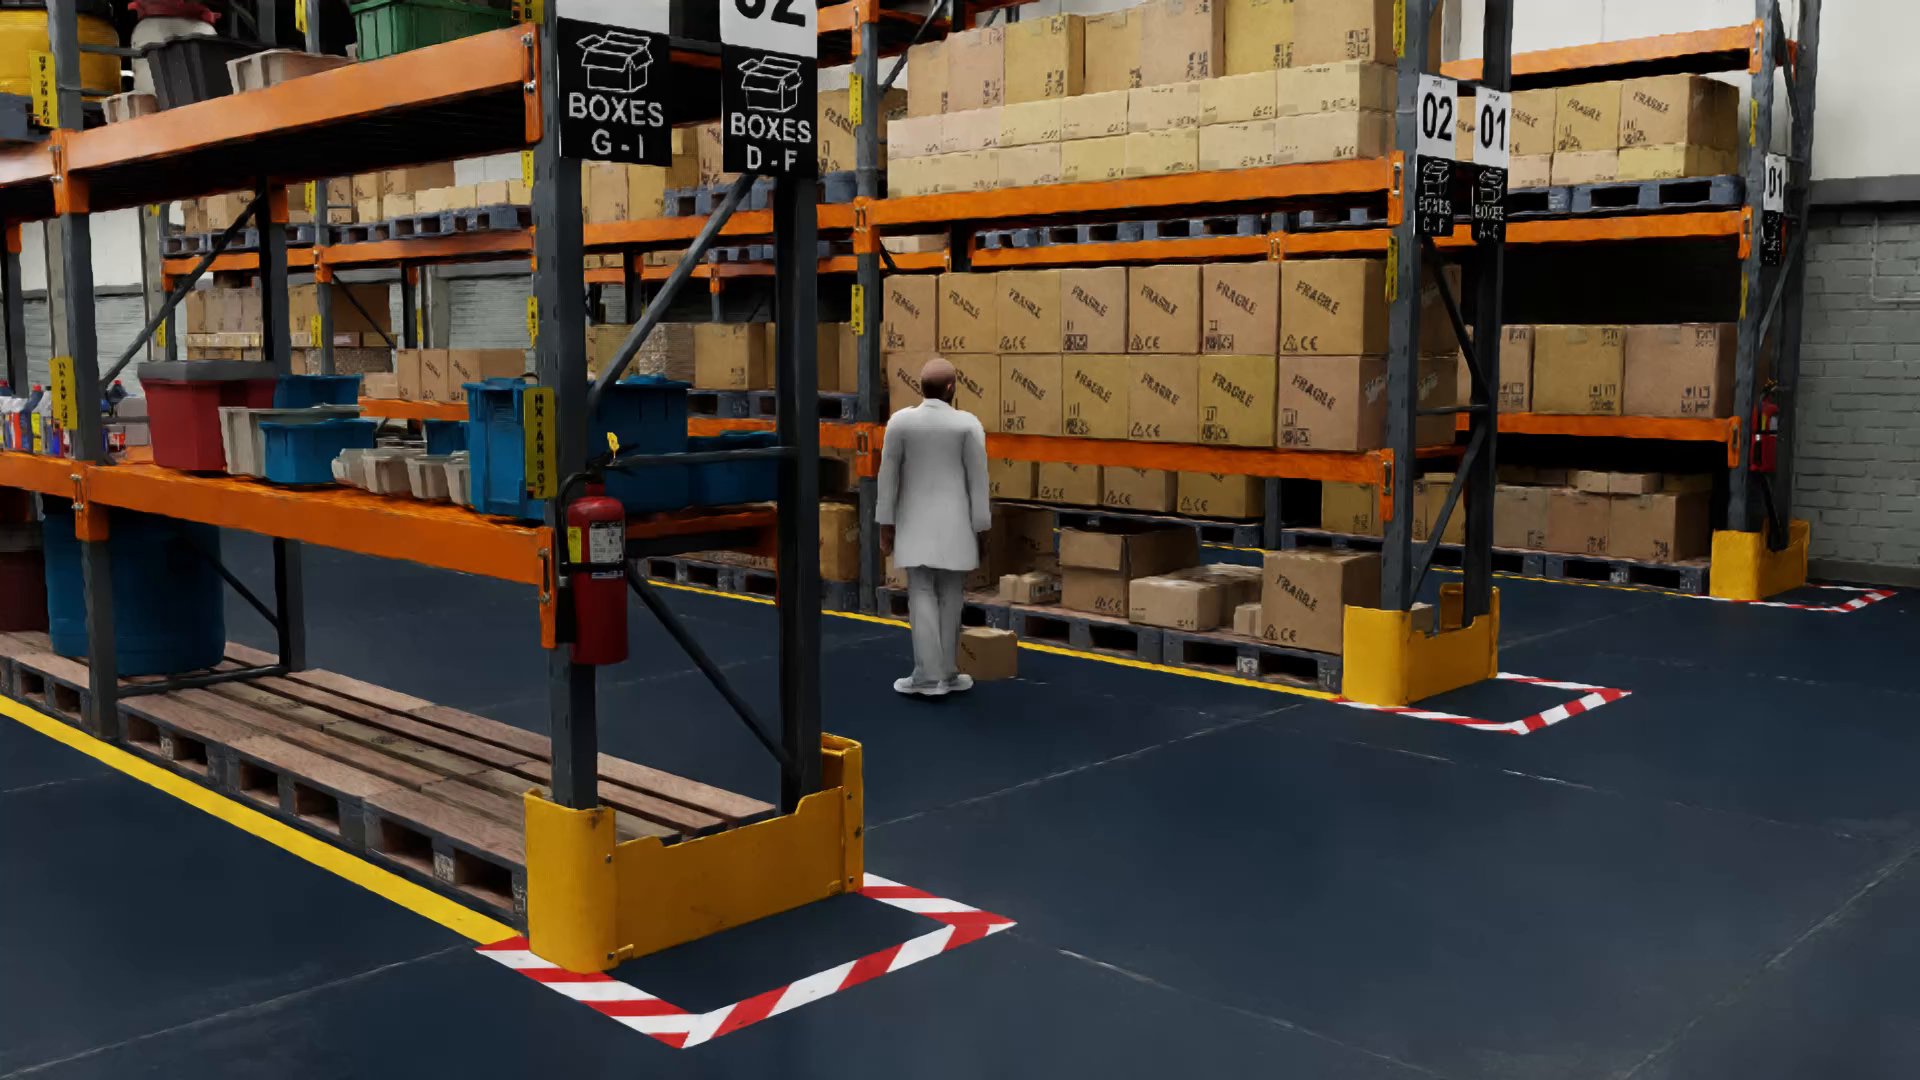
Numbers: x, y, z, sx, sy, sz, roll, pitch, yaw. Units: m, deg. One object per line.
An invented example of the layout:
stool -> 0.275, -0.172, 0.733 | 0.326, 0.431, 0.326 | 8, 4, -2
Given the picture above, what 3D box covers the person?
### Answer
person -> -0.144, -0.063, 8.770 | 0.629, 1.783, 0.485 | 1, 7, 7
